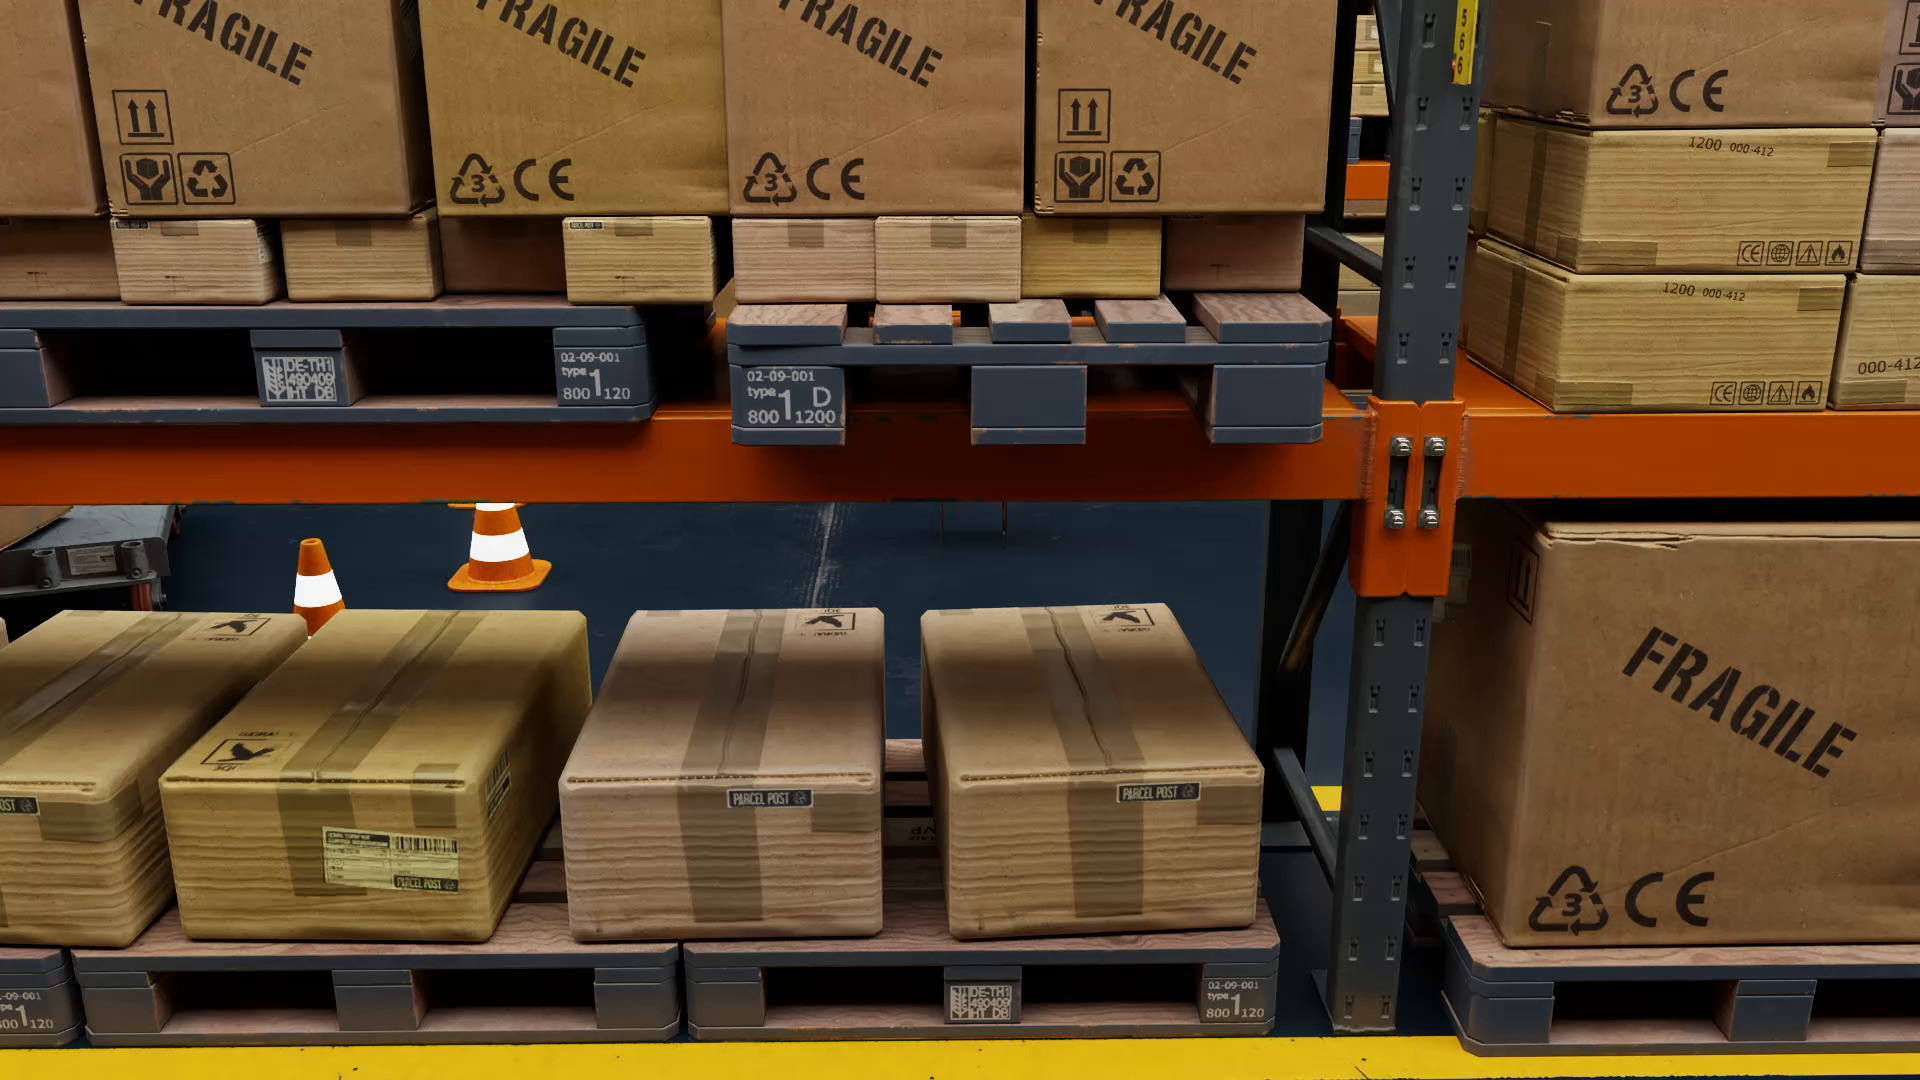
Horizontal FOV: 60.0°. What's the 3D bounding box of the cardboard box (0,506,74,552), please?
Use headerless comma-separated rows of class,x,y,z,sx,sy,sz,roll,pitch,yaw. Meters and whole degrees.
cardboard box,-3.240,-0.264,5.311,0.500,0.500,0.500,0,18,-1

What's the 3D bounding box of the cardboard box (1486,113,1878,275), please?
cardboard box,1.328,-0.663,3.130,0.500,0.250,0.500,0,18,-1

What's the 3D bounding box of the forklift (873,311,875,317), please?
forklift,-1.244,-2.825,10.556,3.031,2.935,1.130,0,18,0

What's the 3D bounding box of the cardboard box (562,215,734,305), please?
cardboard box,-0.551,-0.533,3.023,0.250,0.149,0.380,0,18,0

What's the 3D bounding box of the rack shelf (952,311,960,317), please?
rack shelf,0.053,-0.760,6.305,0.240,0.259,0.215,0,18,-1

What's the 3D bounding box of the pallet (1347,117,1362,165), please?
pallet,1.349,-2.025,8.264,1.003,0.211,1.213,0,18,-1

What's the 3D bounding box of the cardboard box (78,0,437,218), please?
cardboard box,-1.200,-0.860,2.981,0.500,0.500,0.500,-1,18,-3

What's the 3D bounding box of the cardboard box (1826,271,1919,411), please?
cardboard box,1.824,-0.431,3.226,0.500,0.250,0.500,-1,18,-2

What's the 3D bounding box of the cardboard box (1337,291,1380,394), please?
cardboard box,1.852,-1.019,8.219,0.500,0.500,0.500,0,18,0

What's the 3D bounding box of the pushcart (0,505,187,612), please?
pushcart,-3.268,0.003,5.922,0.936,0.377,1.648,-7,19,-20

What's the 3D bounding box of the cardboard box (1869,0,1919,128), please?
cardboard box,1.811,-1.026,3.034,0.500,0.500,0.500,0,18,-1

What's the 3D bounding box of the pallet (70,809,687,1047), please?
pallet,-1.180,0.767,3.811,1.213,0.211,1.003,0,18,-1

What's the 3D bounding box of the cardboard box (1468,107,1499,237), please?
cardboard box,1.298,-0.816,3.607,0.500,0.250,0.500,0,18,-1

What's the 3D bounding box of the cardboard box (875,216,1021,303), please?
cardboard box,-0.024,-0.538,3.037,0.250,0.149,0.380,0,18,-1

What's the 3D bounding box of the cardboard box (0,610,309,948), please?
cardboard box,-1.939,0.494,3.713,0.625,0.372,0.950,1,18,3

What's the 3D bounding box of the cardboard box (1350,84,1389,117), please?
cardboard box,1.897,-2.106,7.925,0.250,0.149,0.380,1,18,2

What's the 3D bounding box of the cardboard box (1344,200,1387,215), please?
cardboard box,3.128,-2.790,13.124,0.875,0.875,1.225,-1,18,-3

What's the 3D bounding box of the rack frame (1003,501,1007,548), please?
rack frame,0.175,-0.501,6.390,0.008,1.050,0.200,0,18,-1

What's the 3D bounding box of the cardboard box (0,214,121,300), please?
cardboard box,-1.587,-0.549,3.071,0.250,0.149,0.380,0,18,0

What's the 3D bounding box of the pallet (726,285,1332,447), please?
pallet,0.107,-0.442,3.328,1.003,0.211,1.213,0,18,-1

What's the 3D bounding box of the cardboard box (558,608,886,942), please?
cardboard box,-0.485,0.488,3.731,0.625,0.372,0.950,-1,18,-2

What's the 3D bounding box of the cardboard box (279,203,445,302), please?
cardboard box,-1.054,-0.544,3.058,0.250,0.149,0.380,-1,18,-3

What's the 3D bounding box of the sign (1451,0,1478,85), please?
sign,0.836,-0.917,2.730,0.005,0.325,0.100,0,18,-1

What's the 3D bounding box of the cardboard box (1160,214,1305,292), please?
cardboard box,0.494,-0.576,3.156,0.250,0.149,0.380,0,18,1

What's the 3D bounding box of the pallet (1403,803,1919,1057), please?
pallet,1.607,0.778,3.777,1.213,0.211,1.003,0,18,-1

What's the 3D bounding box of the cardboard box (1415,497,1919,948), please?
cardboard box,1.510,0.265,3.603,0.875,0.875,0.875,0,18,-1

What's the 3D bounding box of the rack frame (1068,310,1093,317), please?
rack frame,0.639,-2.080,8.122,0.127,3.000,1.000,0,18,-1

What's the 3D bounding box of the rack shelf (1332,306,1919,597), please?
rack shelf,2.817,-0.236,3.551,4.000,0.370,1.077,0,18,-1

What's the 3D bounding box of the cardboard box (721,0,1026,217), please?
cardboard box,-0.149,-0.865,2.997,0.500,0.500,0.500,-1,18,-2

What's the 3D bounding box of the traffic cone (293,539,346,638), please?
traffic cone,-1.964,0.225,5.090,0.334,0.463,0.336,0,18,-1

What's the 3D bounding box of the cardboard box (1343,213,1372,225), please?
cardboard box,1.823,-1.536,8.603,0.500,0.250,0.500,0,18,0

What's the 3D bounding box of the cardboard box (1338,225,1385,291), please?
cardboard box,1.839,-1.379,8.113,0.500,0.250,0.500,0,18,-2

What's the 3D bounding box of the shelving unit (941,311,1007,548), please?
shelving unit,0.053,-0.500,6.388,0.252,1.050,0.215,0,18,-1
